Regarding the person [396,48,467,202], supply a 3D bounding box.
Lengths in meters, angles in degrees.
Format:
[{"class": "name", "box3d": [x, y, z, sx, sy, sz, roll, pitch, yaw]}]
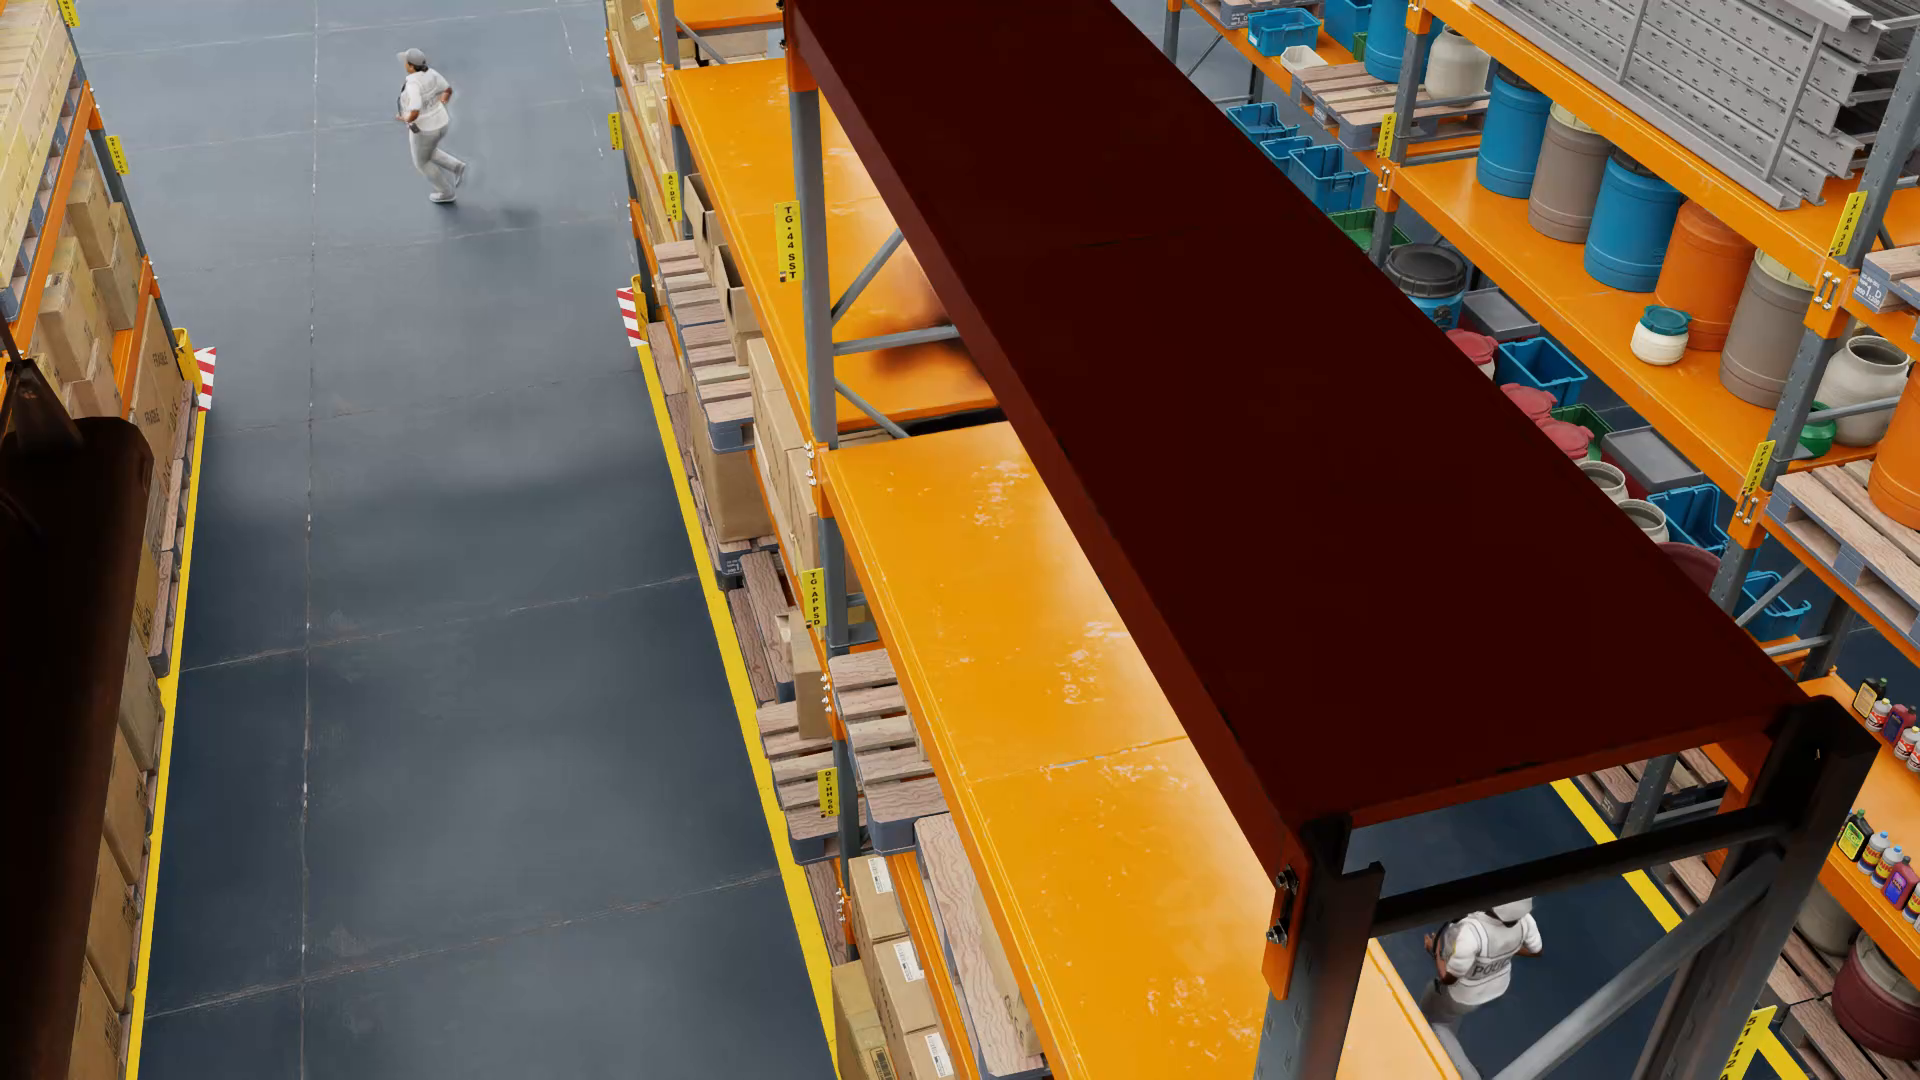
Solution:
[{"class": "person", "box3d": [-5.394, -4.189, 16.818, 0.547, 1.624, 0.607, 9, 39, 11]}]

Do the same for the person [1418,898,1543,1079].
[{"class": "person", "box3d": [2.666, 2.284, 8.609, 0.579, 1.654, 0.643, -16, 41, -19]}]
